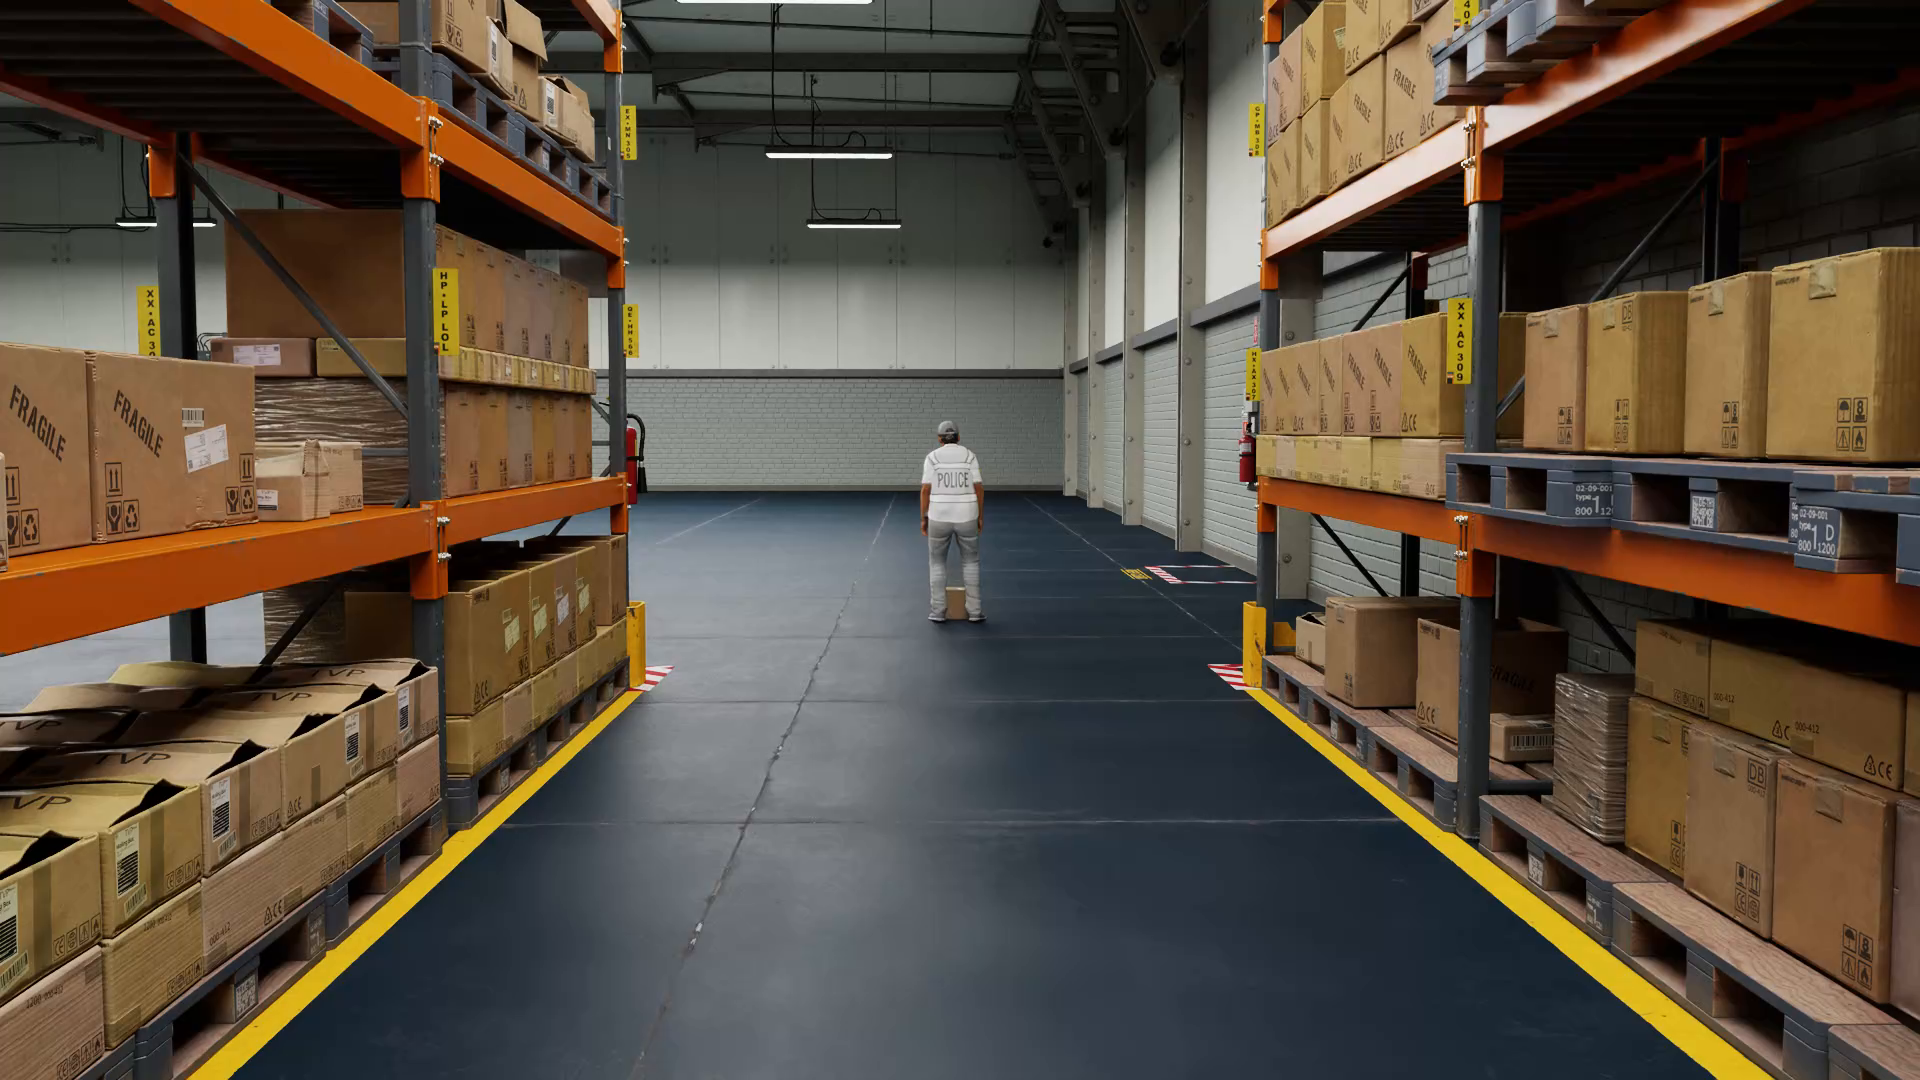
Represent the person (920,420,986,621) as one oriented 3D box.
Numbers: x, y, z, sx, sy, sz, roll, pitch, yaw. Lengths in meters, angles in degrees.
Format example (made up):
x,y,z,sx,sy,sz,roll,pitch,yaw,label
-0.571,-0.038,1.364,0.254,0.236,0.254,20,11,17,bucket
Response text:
x,y,z,sx,sy,sz,roll,pitch,yaw,label
-0.053,-0.157,13.786,0.560,1.665,0.470,0,4,-5,person
